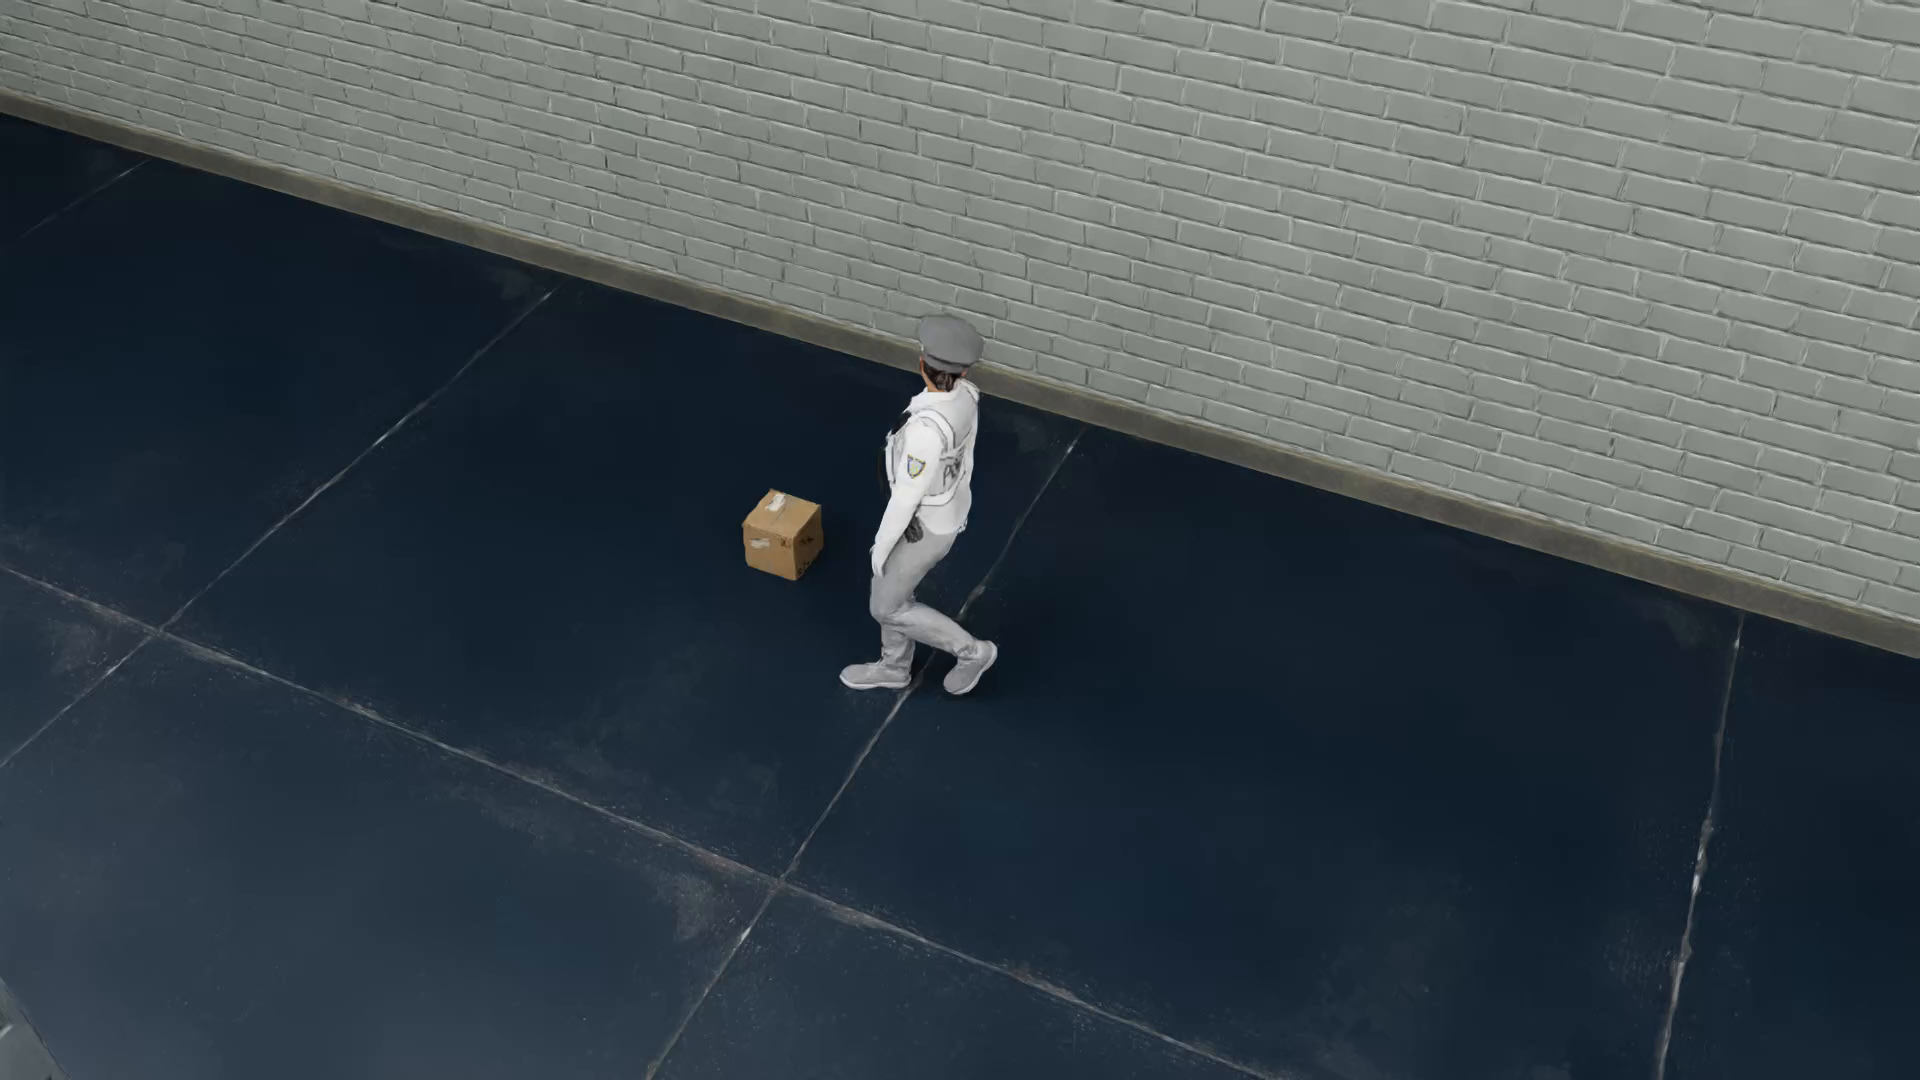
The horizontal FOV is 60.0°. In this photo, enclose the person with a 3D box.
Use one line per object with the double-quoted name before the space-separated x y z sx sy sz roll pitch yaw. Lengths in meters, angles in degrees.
"person" -0.130 -0.091 6.281 0.638 1.623 0.518 10 43 11
